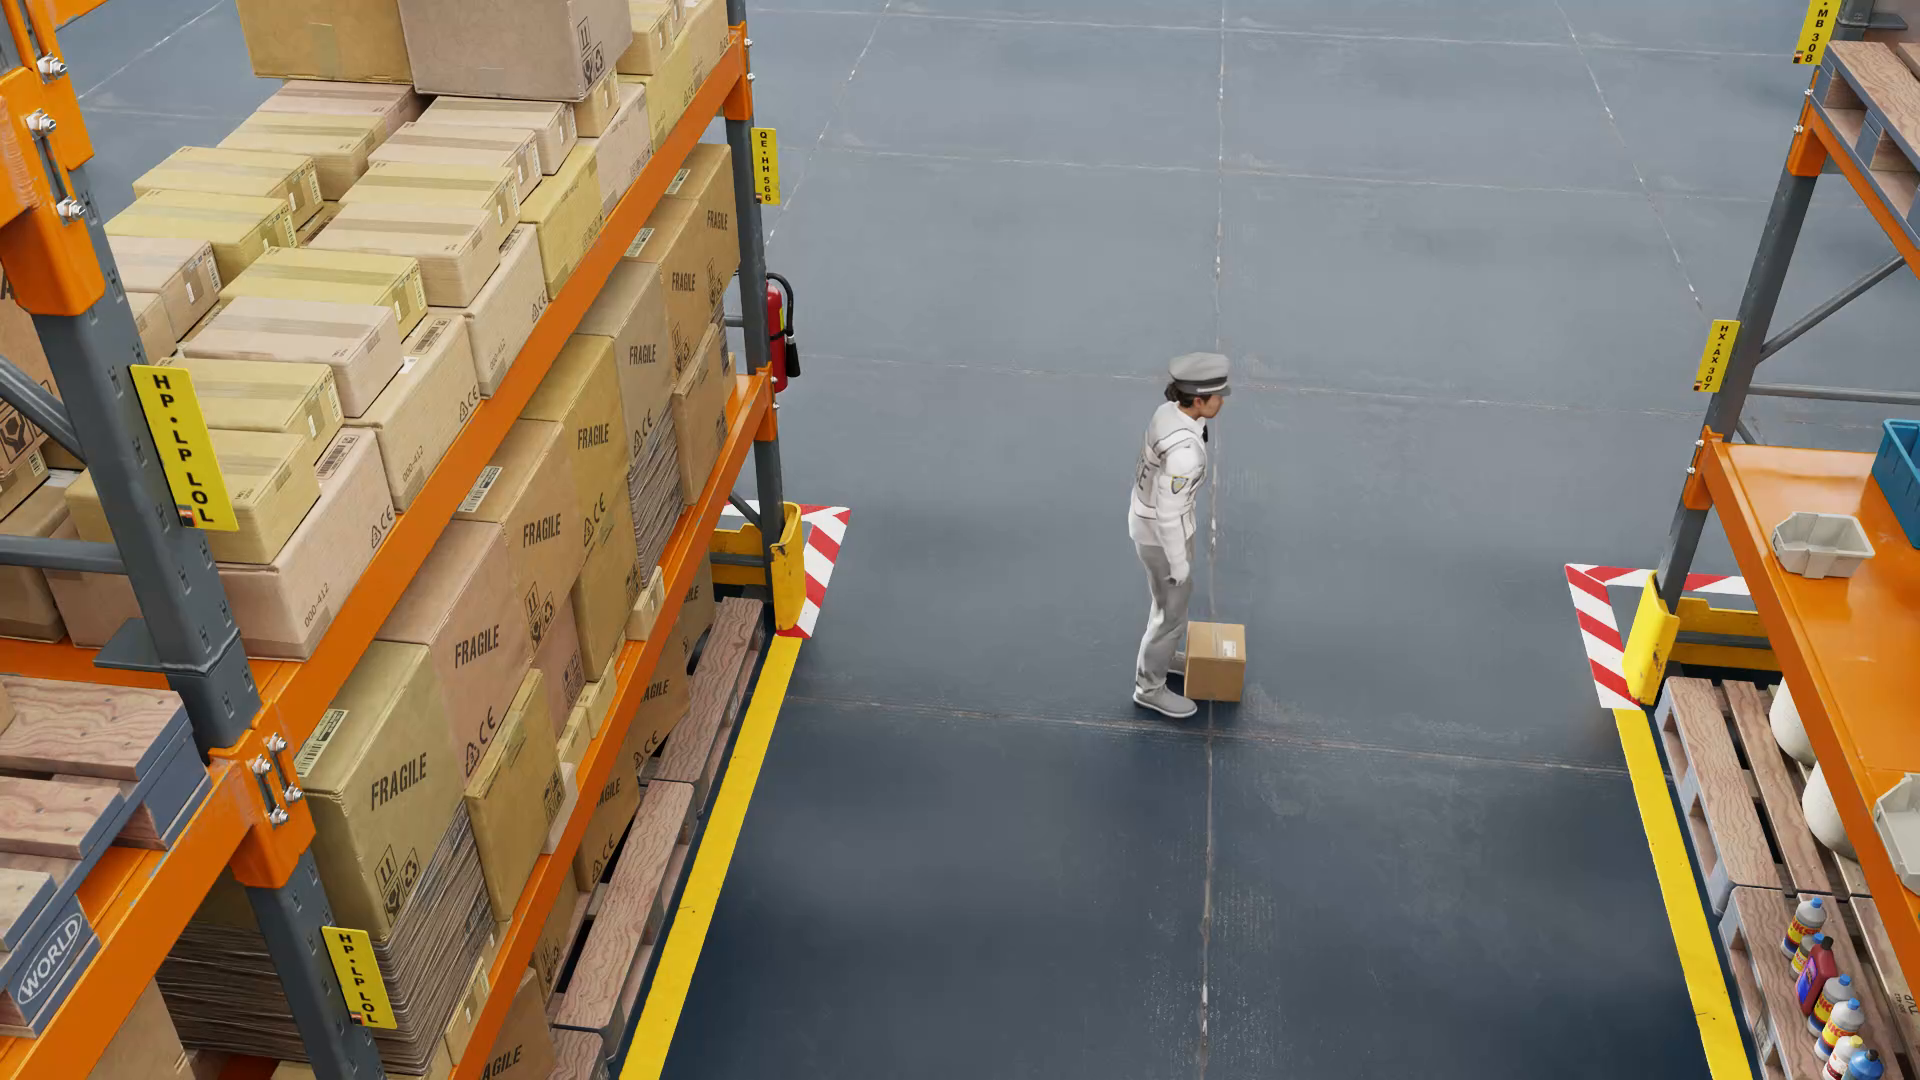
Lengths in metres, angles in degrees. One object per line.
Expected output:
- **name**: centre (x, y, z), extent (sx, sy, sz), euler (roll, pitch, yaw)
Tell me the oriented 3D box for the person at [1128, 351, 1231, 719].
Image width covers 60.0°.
- **person**: centre (0.924, -0.035, 7.084), extent (0.414, 1.662, 0.535), euler (3, 36, 3)
